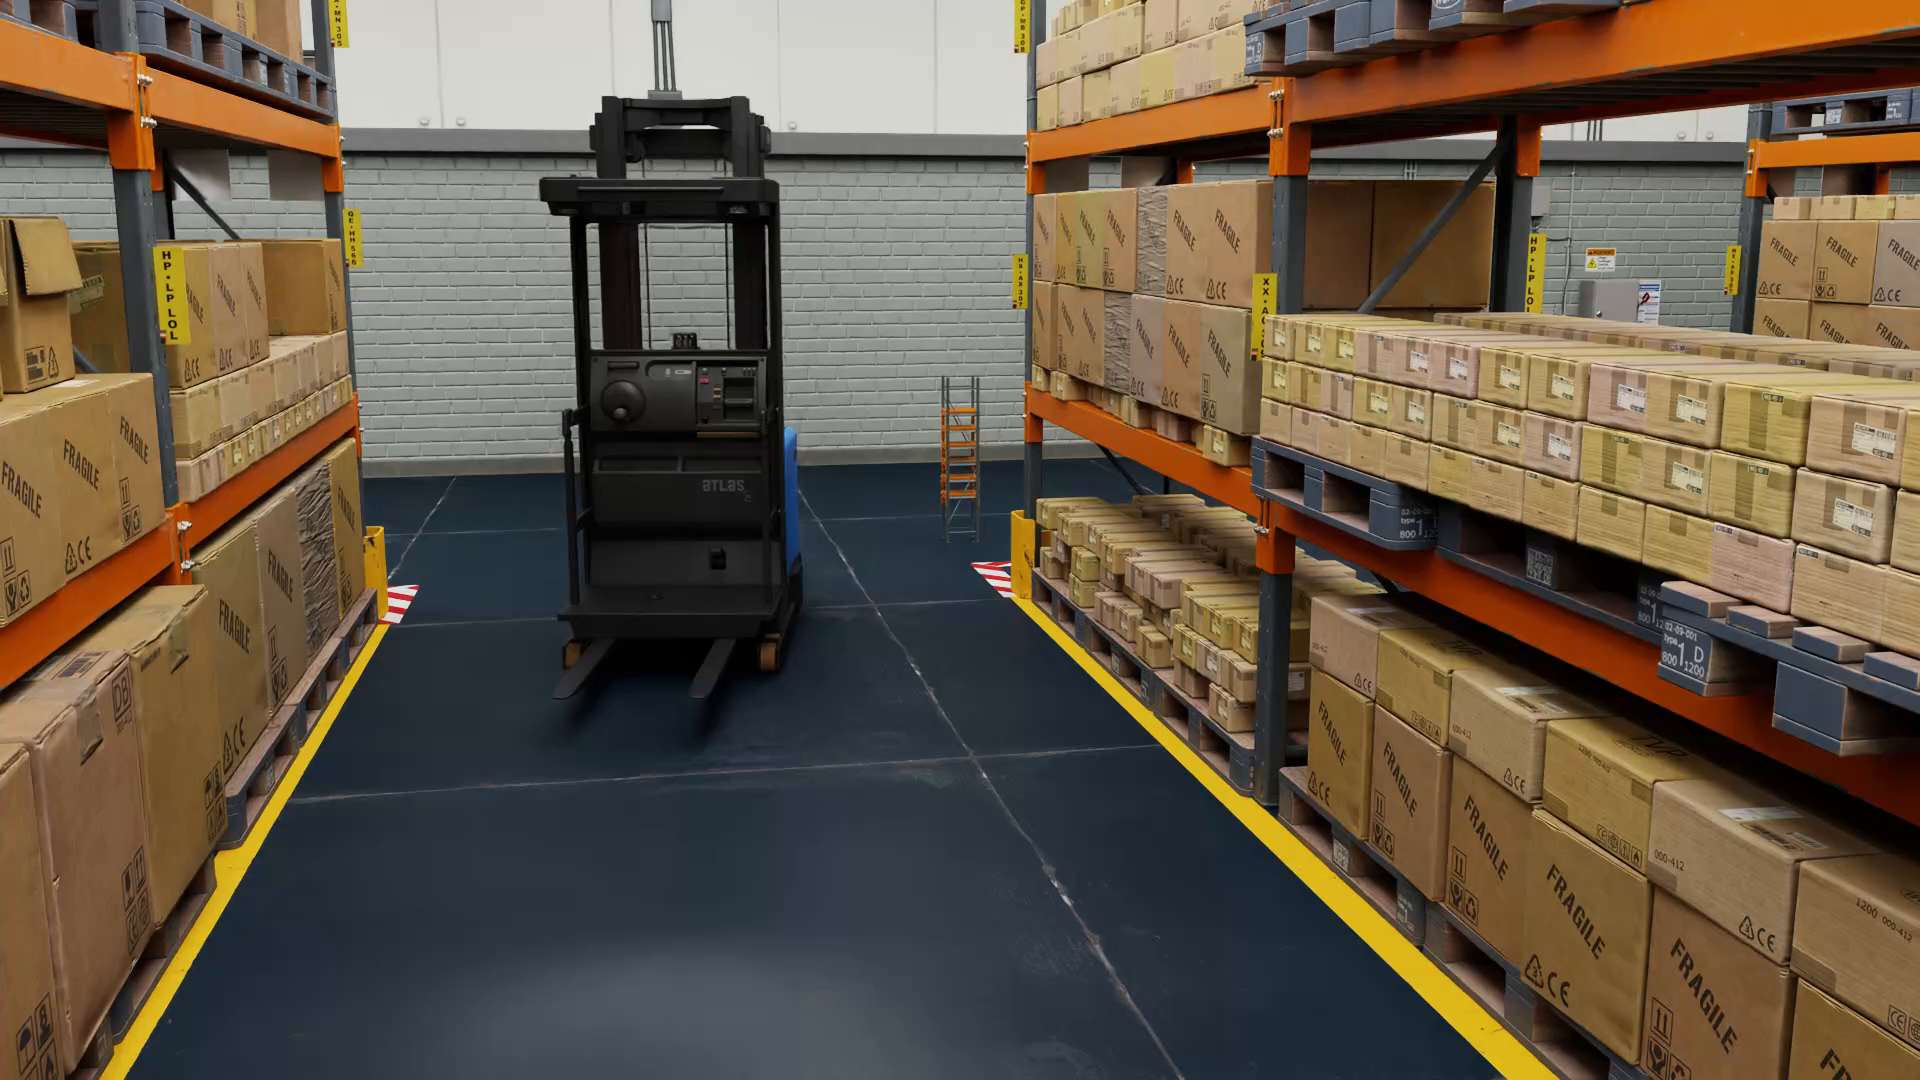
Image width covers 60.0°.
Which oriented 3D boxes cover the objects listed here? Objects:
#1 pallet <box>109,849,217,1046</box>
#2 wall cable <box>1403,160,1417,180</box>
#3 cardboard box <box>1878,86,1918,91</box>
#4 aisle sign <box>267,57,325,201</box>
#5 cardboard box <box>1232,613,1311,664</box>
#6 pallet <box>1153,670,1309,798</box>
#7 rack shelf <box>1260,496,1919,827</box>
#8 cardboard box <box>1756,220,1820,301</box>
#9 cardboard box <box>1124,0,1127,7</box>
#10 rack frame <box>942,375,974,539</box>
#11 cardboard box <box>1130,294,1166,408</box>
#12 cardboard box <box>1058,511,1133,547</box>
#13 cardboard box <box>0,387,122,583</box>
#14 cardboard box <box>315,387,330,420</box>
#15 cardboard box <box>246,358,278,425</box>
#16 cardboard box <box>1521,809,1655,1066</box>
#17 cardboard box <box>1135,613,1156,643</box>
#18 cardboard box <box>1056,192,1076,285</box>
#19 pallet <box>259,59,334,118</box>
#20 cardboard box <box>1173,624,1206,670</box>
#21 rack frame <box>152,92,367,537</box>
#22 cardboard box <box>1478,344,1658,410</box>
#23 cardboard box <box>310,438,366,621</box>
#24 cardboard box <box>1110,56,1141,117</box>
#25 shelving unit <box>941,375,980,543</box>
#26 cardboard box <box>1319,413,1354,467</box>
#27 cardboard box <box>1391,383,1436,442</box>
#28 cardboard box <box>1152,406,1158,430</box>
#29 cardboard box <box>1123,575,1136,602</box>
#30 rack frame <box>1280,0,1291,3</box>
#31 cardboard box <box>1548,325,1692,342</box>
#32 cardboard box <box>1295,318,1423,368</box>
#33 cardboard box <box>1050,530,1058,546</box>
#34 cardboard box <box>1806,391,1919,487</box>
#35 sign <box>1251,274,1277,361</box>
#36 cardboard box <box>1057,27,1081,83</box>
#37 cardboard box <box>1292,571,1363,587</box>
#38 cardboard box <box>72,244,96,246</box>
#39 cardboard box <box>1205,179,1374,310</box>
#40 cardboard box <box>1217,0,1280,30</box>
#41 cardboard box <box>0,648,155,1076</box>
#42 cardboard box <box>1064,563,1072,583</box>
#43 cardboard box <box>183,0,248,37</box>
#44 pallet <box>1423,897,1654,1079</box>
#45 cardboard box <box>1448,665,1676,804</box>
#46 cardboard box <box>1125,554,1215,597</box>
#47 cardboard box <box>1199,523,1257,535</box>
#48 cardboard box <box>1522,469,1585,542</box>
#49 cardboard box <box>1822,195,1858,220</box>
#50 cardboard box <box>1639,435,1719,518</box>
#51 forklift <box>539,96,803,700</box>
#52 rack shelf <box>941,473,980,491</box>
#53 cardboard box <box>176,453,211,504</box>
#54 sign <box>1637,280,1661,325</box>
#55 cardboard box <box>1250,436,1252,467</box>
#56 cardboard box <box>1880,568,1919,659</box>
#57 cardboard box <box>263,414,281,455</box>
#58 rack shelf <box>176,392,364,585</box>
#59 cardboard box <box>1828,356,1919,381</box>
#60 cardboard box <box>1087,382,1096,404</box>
[{"bbox_3d":[-2.980,1.233,5.152,1.003,0.211,1.213,-2,11,-11],"label":"pallet"},{"bbox_3d":[4.620,-2.917,16.699,0.585,1.953,0.123,-2,11,-11],"label":"wall cable"},{"bbox_3d":[5.725,-2.767,9.970,0.380,0.149,0.250,-2,11,-9],"label":"cardboard box"},{"bbox_3d":[-3.701,-2.310,9.358,0.394,0.787,0.004,-2,11,-11],"label":"aisle sign"},{"bbox_3d":[1.357,0.409,6.935,0.380,0.149,0.250,-2,11,-9],"label":"cardboard box"},{"bbox_3d":[1.516,0.811,7.372,1.003,0.211,1.213,-2,11,-11],"label":"pallet"},{"bbox_3d":[2.070,0.283,4.611,1.077,0.370,4.000,-2,11,-11],"label":"rack shelf"},{"bbox_3d":[5.553,-1.811,10.748,0.500,0.500,0.500,-2,11,-12],"label":"cardboard box"},{"bbox_3d":[1.016,-2.658,8.116,0.380,0.149,0.250,-2,11,-9],"label":"cardboard box"},{"bbox_3d":[-0.015,-0.604,12.159,0.240,1.200,0.006,-2,11,-11],"label":"rack frame"},{"bbox_3d":[1.115,-0.897,7.826,0.500,0.500,0.500,-2,11,-11],"label":"cardboard box"},{"bbox_3d":[0.767,-0.063,9.417,0.380,0.149,0.250,-2,11,-11],"label":"cardboard box"},{"bbox_3d":[-2.755,-0.158,4.734,0.500,0.500,0.500,-2,11,-9],"label":"cardboard box"},{"bbox_3d":[-3.441,-0.692,8.484,0.380,0.149,0.250,-2,11,-10],"label":"cardboard box"},{"bbox_3d":[-3.236,-0.630,7.087,0.500,0.250,0.500,-2,11,-10],"label":"cardboard box"},{"bbox_3d":[1.859,1.015,4.402,0.500,0.500,0.500,-3,11,-14],"label":"cardboard box"},{"bbox_3d":[1.085,0.457,8.272,0.380,0.149,0.250,-2,11,-10],"label":"cardboard box"},{"bbox_3d":[0.835,-1.673,9.226,0.500,0.500,0.500,-2,11,-9],"label":"cardboard box"},{"bbox_3d":[-3.827,-2.303,8.490,1.003,0.211,1.213,-2,11,-11],"label":"pallet"},{"bbox_3d":[1.174,0.467,7.426,0.380,0.149,0.250,-3,11,-13],"label":"cardboard box"},{"bbox_3d":[-3.982,-1.009,9.475,1.000,3.000,0.127,-2,11,-11],"label":"rack frame"},{"bbox_3d":[1.615,-0.437,4.427,0.380,0.149,0.250,-2,11,-9],"label":"cardboard box"},{"bbox_3d":[-3.779,-0.057,9.033,0.875,0.875,0.875,-2,11,-11],"label":"cardboard box"},{"bbox_3d":[1.041,-2.193,8.075,0.500,0.250,0.500,-2,11,-11],"label":"cardboard box"},{"bbox_3d":[0.003,-0.587,12.070,0.258,1.200,0.189,-2,11,-11],"label":"shelving unit"},{"bbox_3d":[1.411,-0.334,5.480,0.380,0.149,0.250,-2,11,-11],"label":"cardboard box"},{"bbox_3d":[1.516,-0.385,4.952,0.380,0.149,0.250,-2,11,-9],"label":"cardboard box"},{"bbox_3d":[1.141,-0.598,7.985,0.380,0.149,0.250,-2,11,-12],"label":"cardboard box"},{"bbox_3d":[1.067,0.221,8.718,0.380,0.149,0.250,-2,11,-8],"label":"cardboard box"},{"bbox_3d":[1.681,-3.384,5.910,1.000,3.000,0.127,-2,11,-11],"label":"rack frame"},{"bbox_3d":[2.104,-0.601,5.289,0.380,0.149,0.250,-2,11,-11],"label":"cardboard box"},{"bbox_3d":[1.367,-0.672,5.664,0.380,0.149,0.250,-2,11,-9],"label":"cardboard box"},{"bbox_3d":[0.753,-0.017,9.970,0.380,0.149,0.250,-2,11,-9],"label":"cardboard box"},{"bbox_3d":[1.868,-0.198,3.172,0.380,0.149,0.250,-2,11,-12],"label":"cardboard box"},{"bbox_3d":[1.151,-0.841,6.278,0.100,0.325,0.005,-2,11,-11],"label":"sign"},{"bbox_3d":[0.836,-2.630,9.036,0.500,0.250,0.500,-2,11,-12],"label":"cardboard box"},{"bbox_3d":[1.652,0.250,7.772,0.380,0.149,0.250,-2,11,-12],"label":"cardboard box"},{"bbox_3d":[-3.649,-0.883,6.412,0.500,0.500,0.500,-2,11,-10],"label":"cardboard box"},{"bbox_3d":[1.325,-1.200,6.741,0.500,0.500,0.500,-3,11,-13],"label":"cardboard box"},{"bbox_3d":[1.342,-2.158,6.553,0.500,0.250,0.500,-3,11,-14],"label":"cardboard box"},{"bbox_3d":[-2.885,0.843,4.306,1.225,0.875,0.875,-3,11,-13],"label":"cardboard box"},{"bbox_3d":[0.823,0.176,9.750,0.380,0.149,0.250,-2,11,-11],"label":"cardboard box"},{"bbox_3d":[-3.477,-2.394,7.074,0.700,0.500,0.500,-2,11,-9],"label":"cardboard box"},{"bbox_3d":[2.075,1.300,4.803,1.003,0.211,1.213,-2,11,-11],"label":"pallet"},{"bbox_3d":[1.767,0.553,4.827,0.500,0.250,0.500,-2,11,-9],"label":"cardboard box"},{"bbox_3d":[1.031,0.173,8.178,0.380,0.149,0.250,-3,11,-13],"label":"cardboard box"},{"bbox_3d":[1.517,0.007,9.047,0.380,0.149,0.250,-2,11,-9],"label":"cardboard box"},{"bbox_3d":[1.668,-0.096,4.225,0.380,0.149,0.250,-2,11,-9],"label":"cardboard box"},{"bbox_3d":[5.596,-2.056,10.298,0.380,0.149,0.250,-2,11,-9],"label":"cardboard box"},{"bbox_3d":[1.761,-0.149,3.713,0.380,0.149,0.250,-2,11,-11],"label":"cardboard box"},{"bbox_3d":[-1.485,-0.807,8.597,1.130,2.935,3.031,0,11,-1],"label":"forklift"},{"bbox_3d":[0.003,-0.425,12.101,0.258,0.103,0.180,-2,11,-11],"label":"rack shelf"},{"bbox_3d":[-2.935,-0.218,5.992,0.380,0.149,0.250,-2,11,-11],"label":"cardboard box"},{"bbox_3d":[7.153,-2.461,17.361,0.329,0.494,0.001,-2,11,-11],"label":"sign"},{"bbox_3d":[1.396,-0.358,6.724,0.380,0.149,0.250,-2,11,-12],"label":"cardboard box"},{"bbox_3d":[1.913,0.140,2.988,0.380,0.149,0.250,-2,11,-10],"label":"cardboard box"},{"bbox_3d":[-3.187,-0.456,7.241,0.380,0.149,0.250,-2,11,-10],"label":"cardboard box"},{"bbox_3d":[-3.593,-0.289,7.615,1.077,0.370,4.000,-2,11,-11],"label":"rack shelf"},{"bbox_3d":[2.356,-0.363,4.038,0.380,0.149,0.250,-2,11,-8],"label":"cardboard box"},{"bbox_3d":[0.920,-0.837,9.243,0.380,0.149,0.250,-2,11,-8],"label":"cardboard box"}]
